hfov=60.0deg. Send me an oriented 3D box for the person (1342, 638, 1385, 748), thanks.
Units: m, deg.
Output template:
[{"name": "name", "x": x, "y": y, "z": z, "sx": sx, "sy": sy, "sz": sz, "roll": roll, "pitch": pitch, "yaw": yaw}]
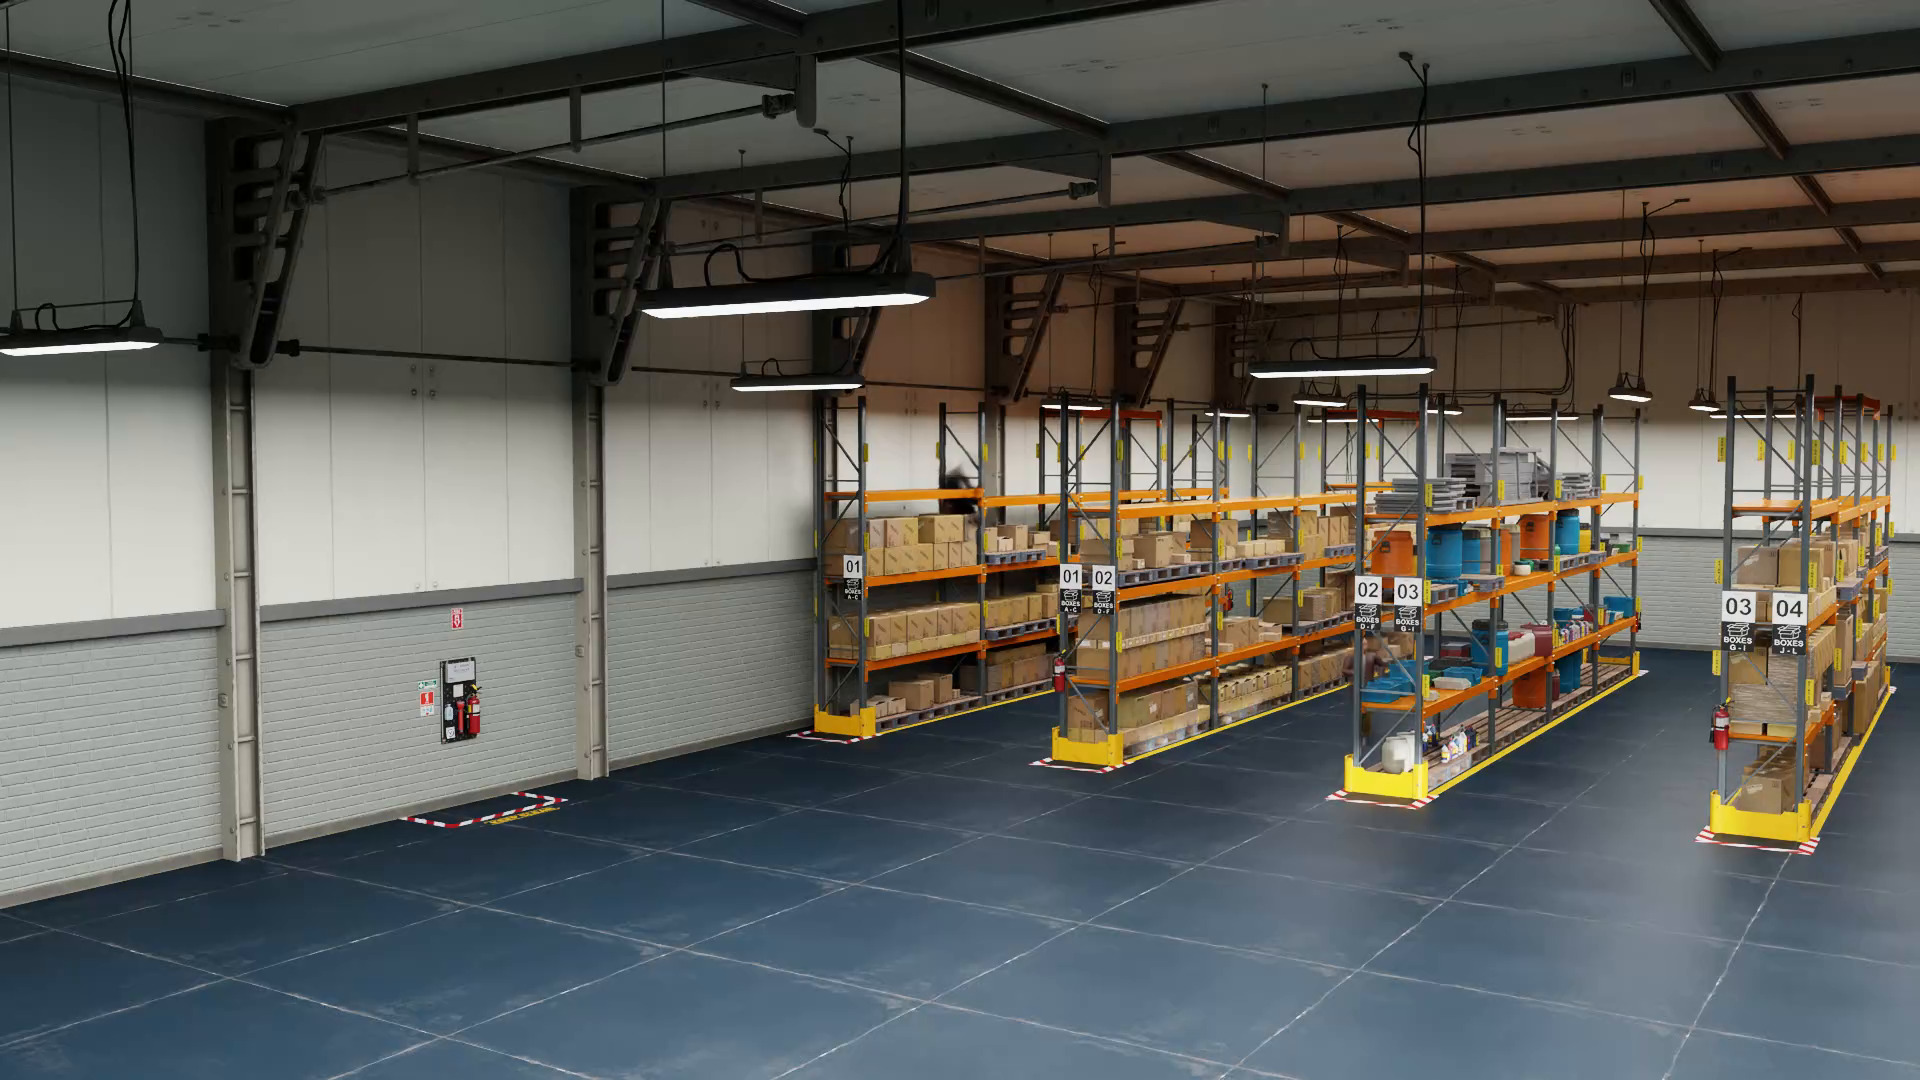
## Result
[{"name": "person", "x": 6.929, "y": 2.595, "z": 28.627, "sx": 0.678, "sy": 1.829, "sz": 0.923, "roll": 1, "pitch": 3, "yaw": 25}]
